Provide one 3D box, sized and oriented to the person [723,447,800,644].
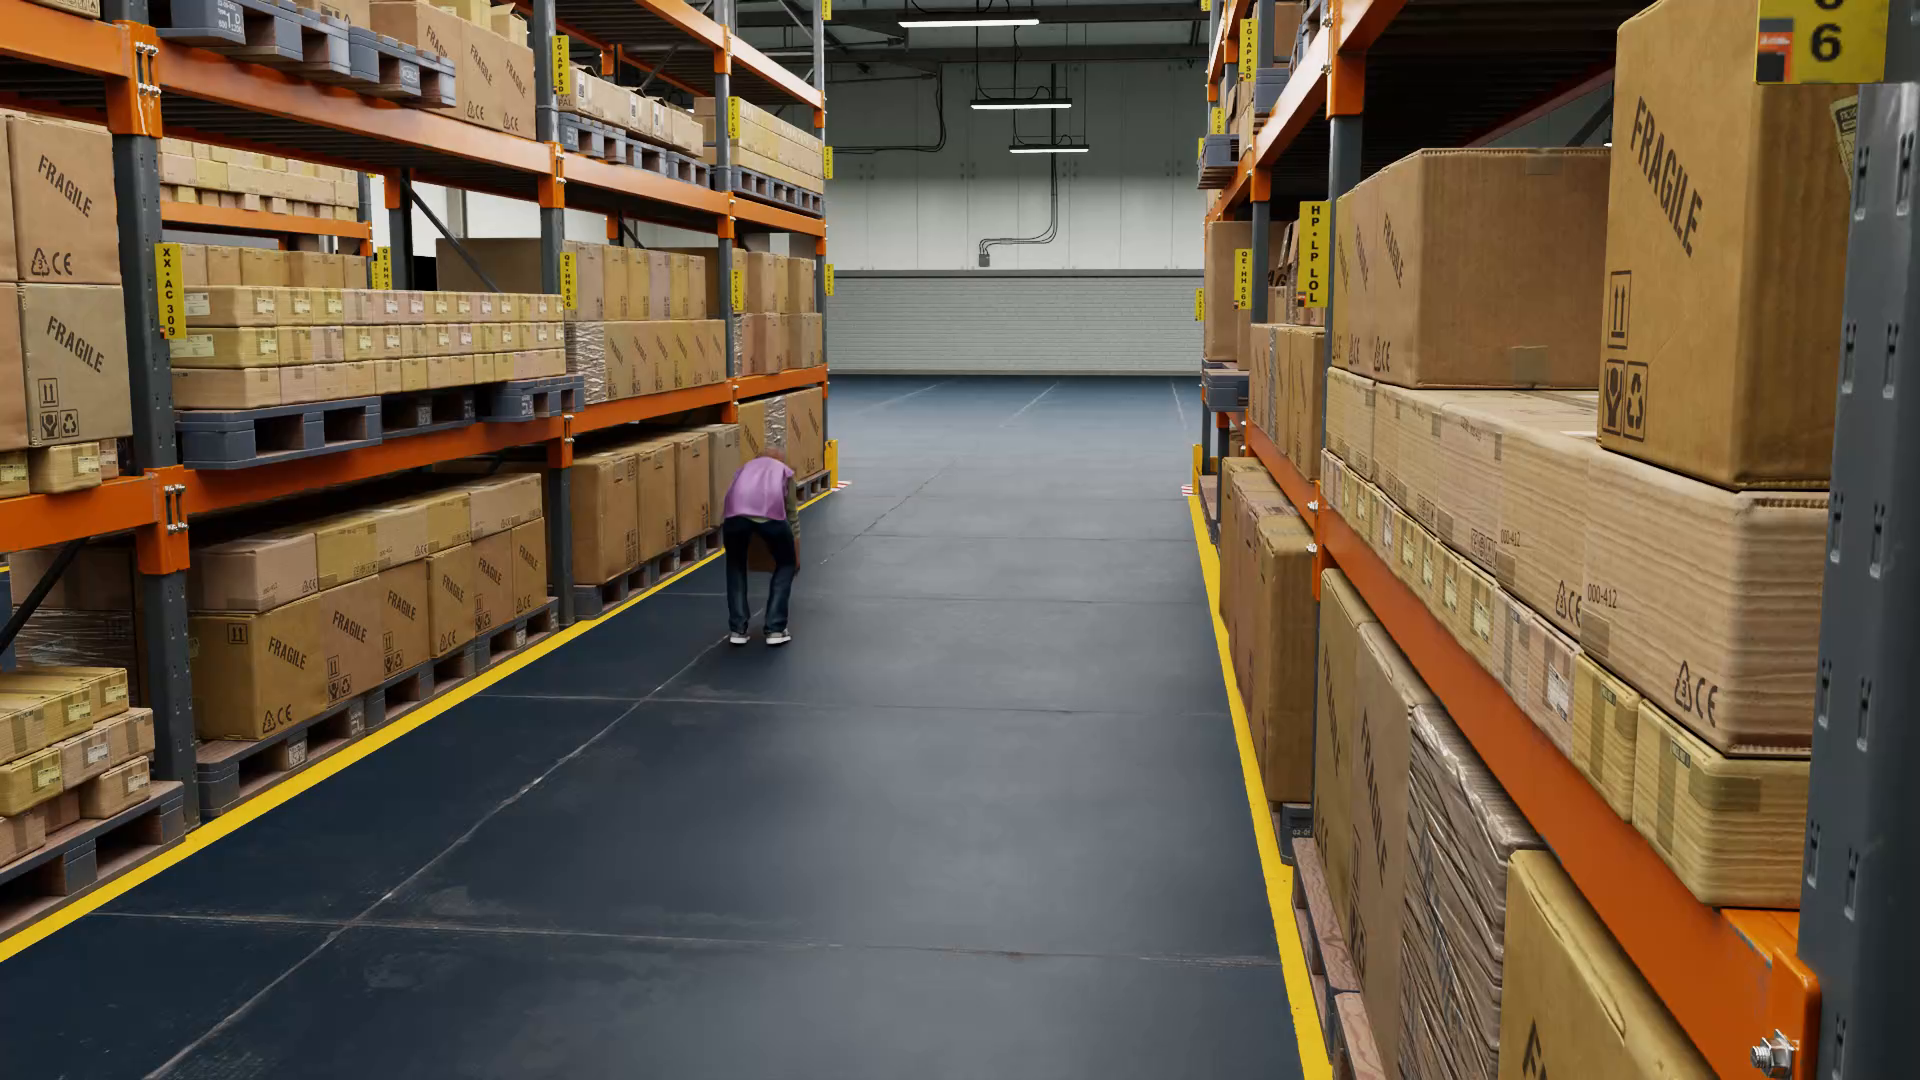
[{"bbox_3d":[-1.129,0.030,9.553,0.407,1.075,0.849,1,8,4],"label":"person"}]
